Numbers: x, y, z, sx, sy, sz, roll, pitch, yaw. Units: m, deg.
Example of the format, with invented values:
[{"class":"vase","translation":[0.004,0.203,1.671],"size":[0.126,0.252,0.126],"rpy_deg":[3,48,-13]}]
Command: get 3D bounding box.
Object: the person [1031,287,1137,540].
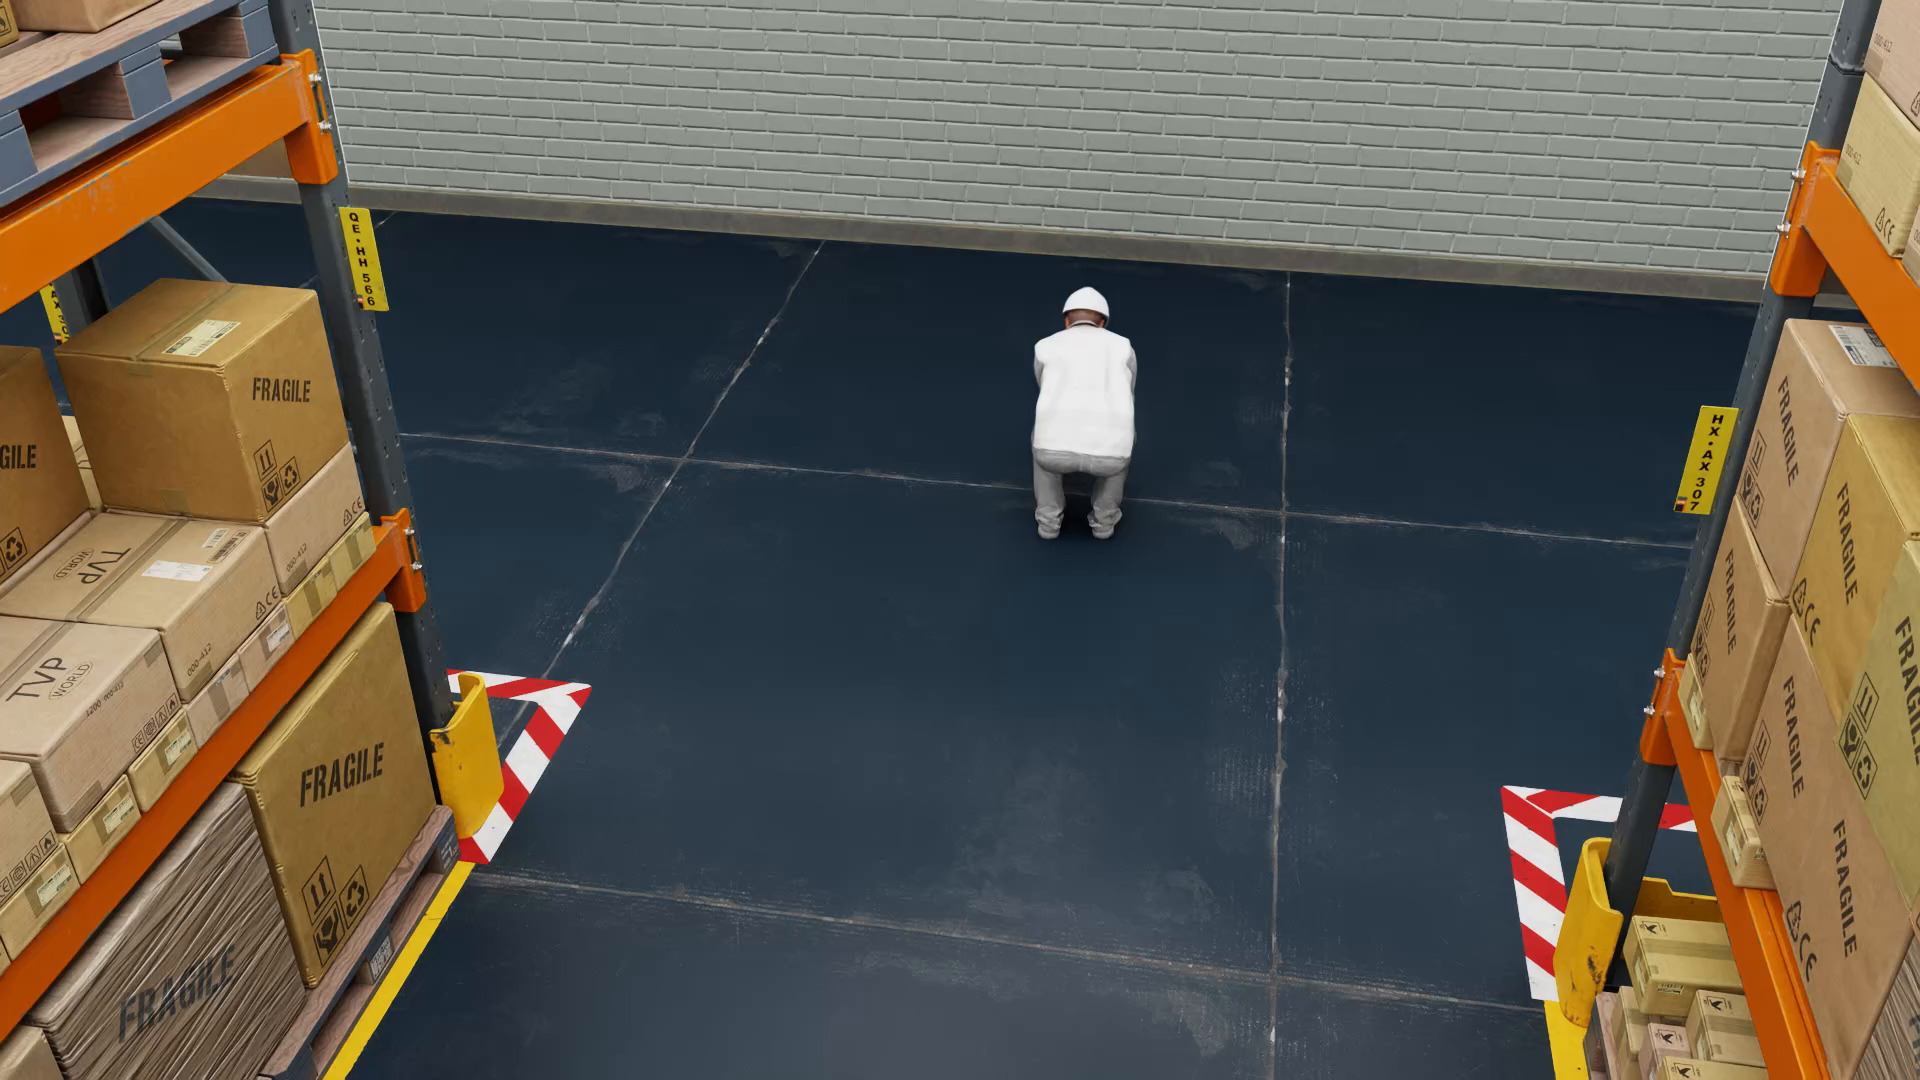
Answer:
[{"class":"person","translation":[0.574,-0.556,7.729],"size":[0.500,1.002,0.921],"rpy_deg":[4,32,7]}]
